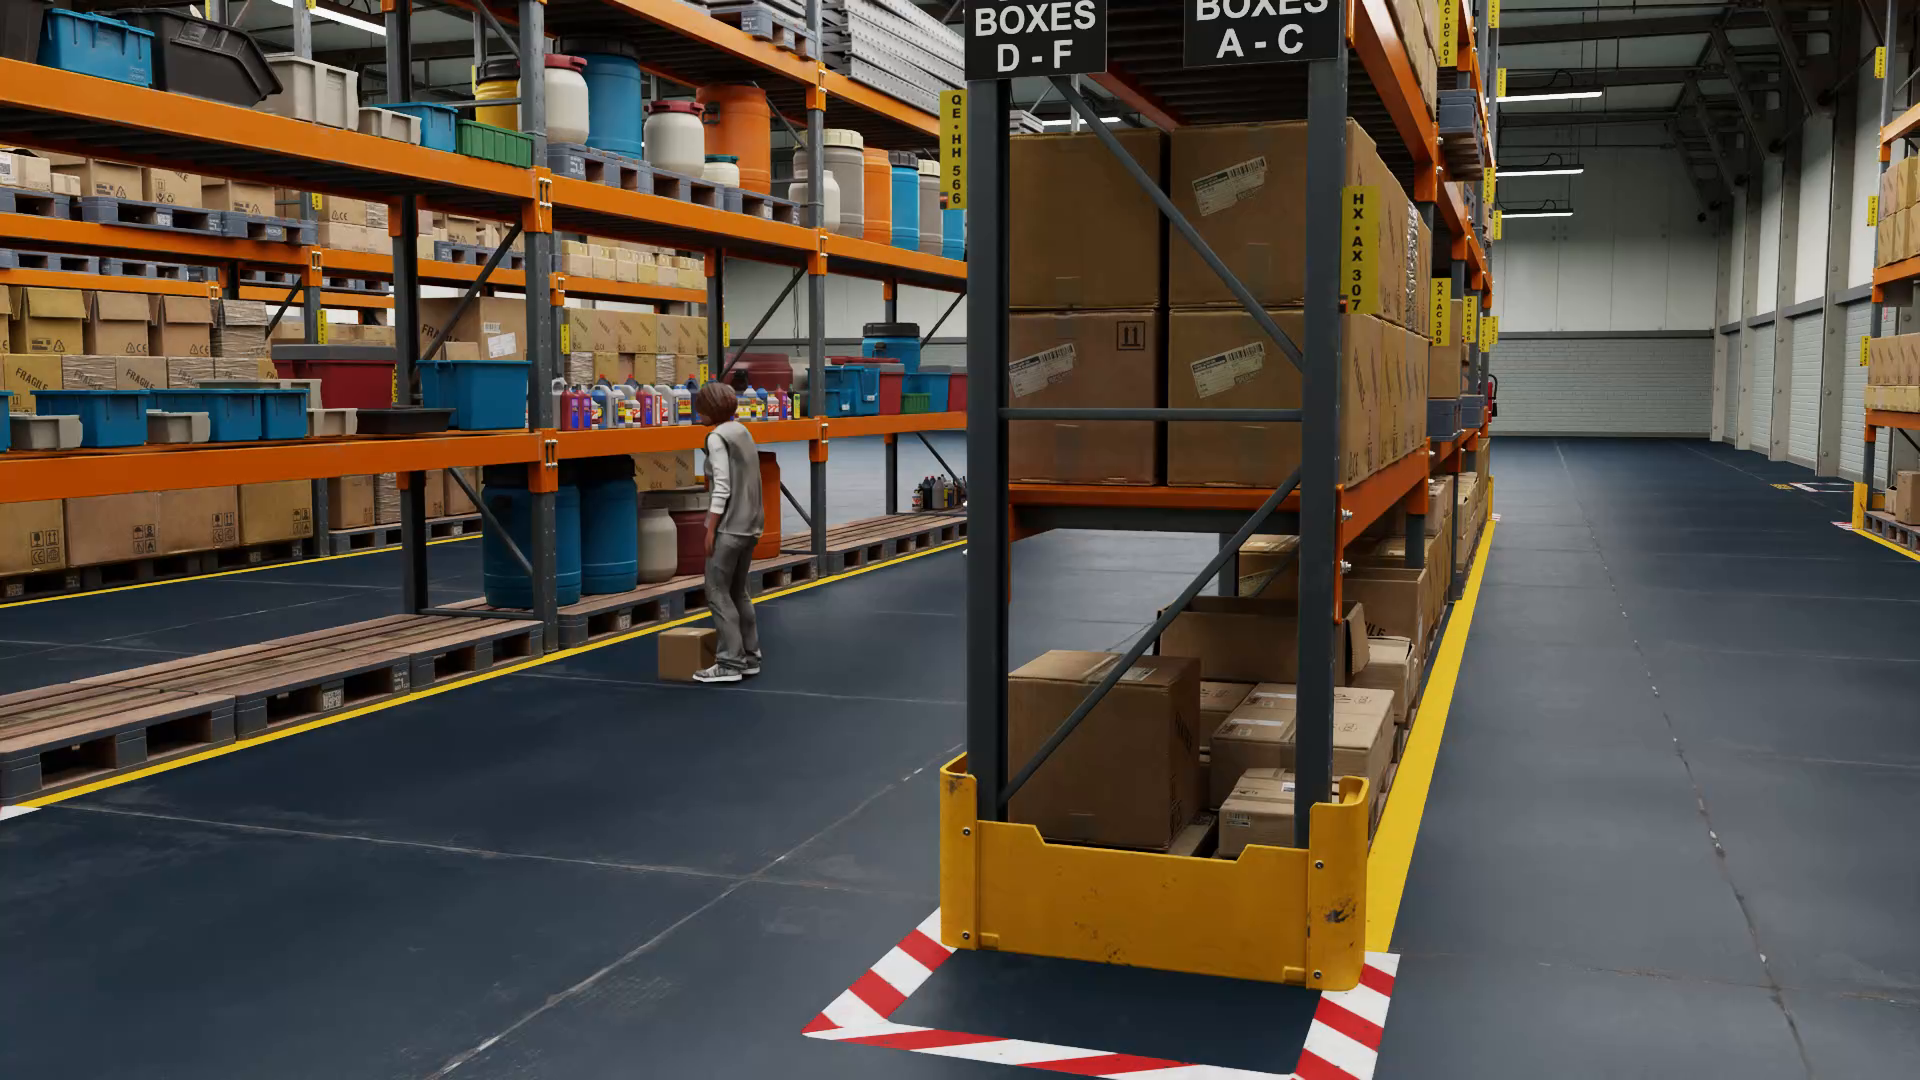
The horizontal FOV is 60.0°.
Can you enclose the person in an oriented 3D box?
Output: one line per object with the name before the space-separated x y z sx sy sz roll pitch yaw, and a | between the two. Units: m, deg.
person | -1.232 -0.042 8.902 0.348 1.592 0.466 2 6 16
